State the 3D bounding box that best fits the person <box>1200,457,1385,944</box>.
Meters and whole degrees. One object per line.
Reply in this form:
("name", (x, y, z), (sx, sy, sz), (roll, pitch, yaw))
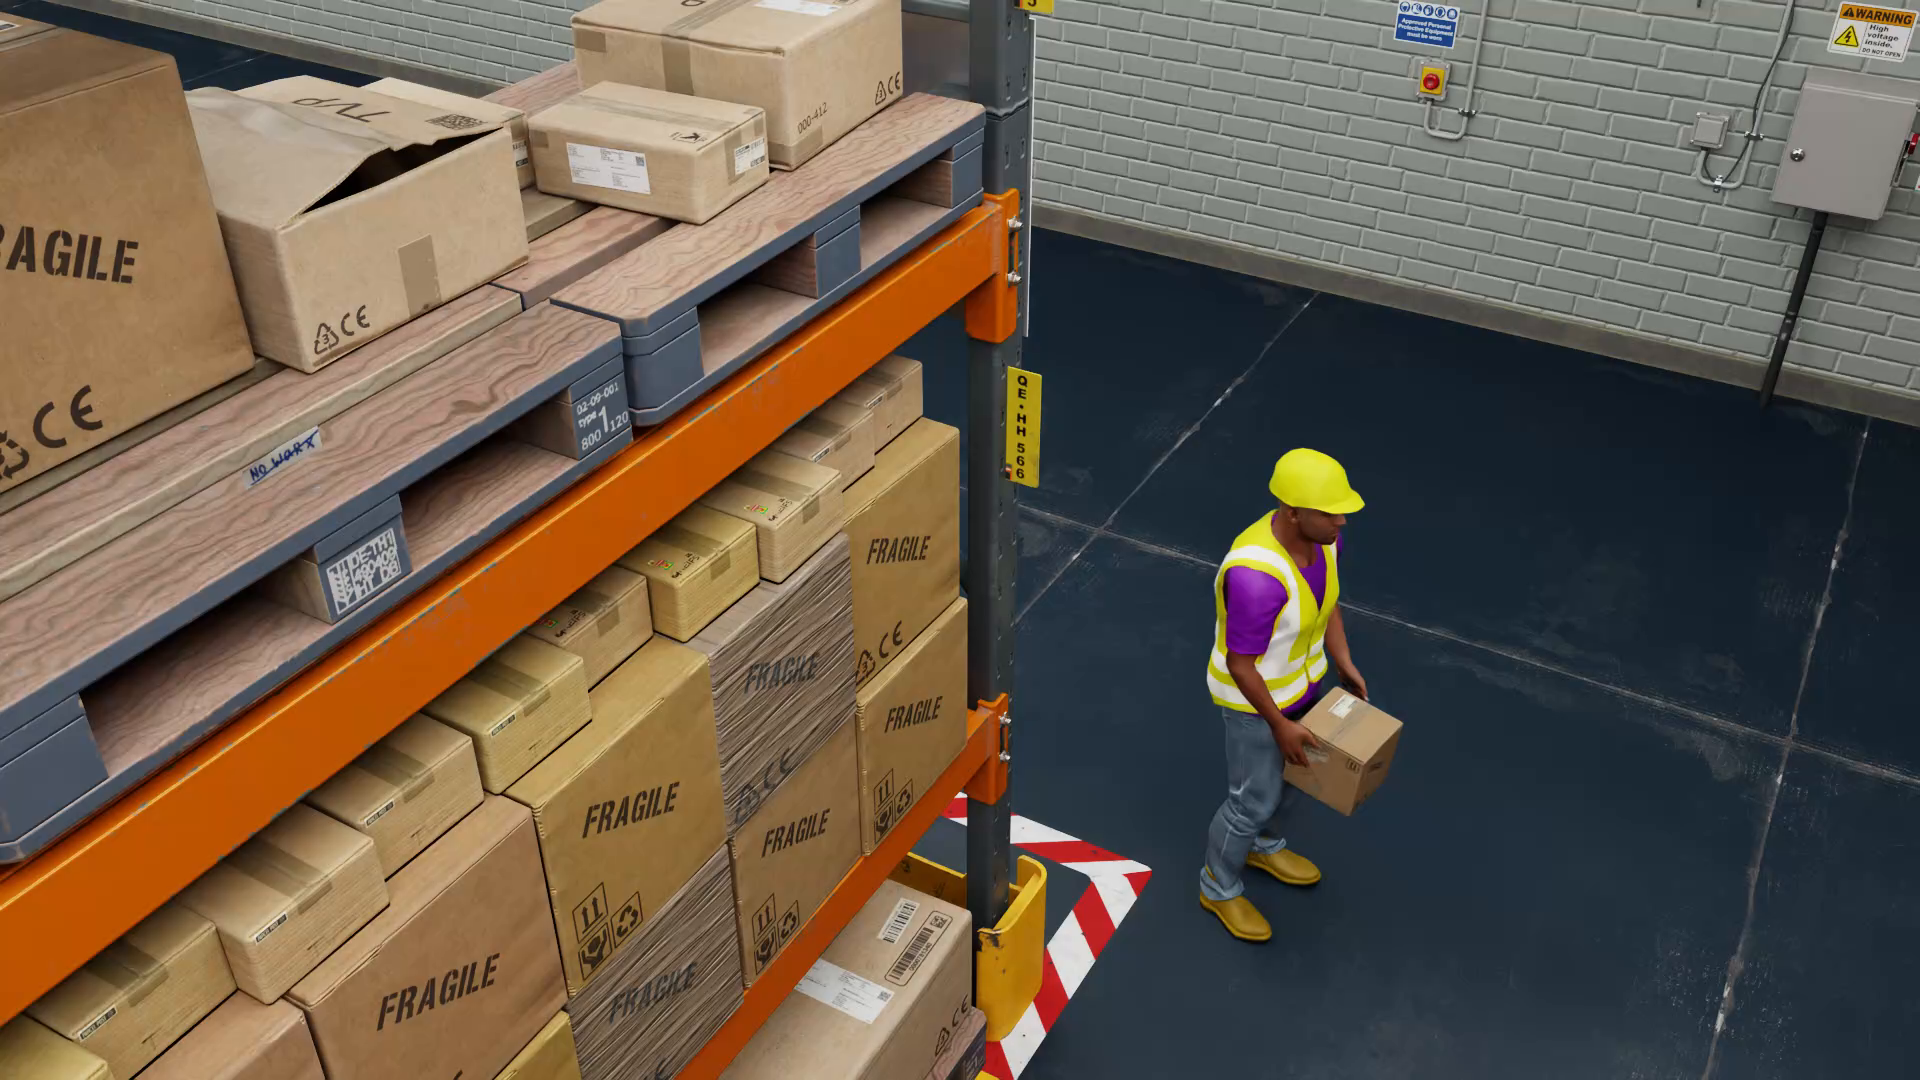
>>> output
("person", (1.049, 0.492, 5.395), (0.456, 1.761, 0.627), (26, 42, 33))
